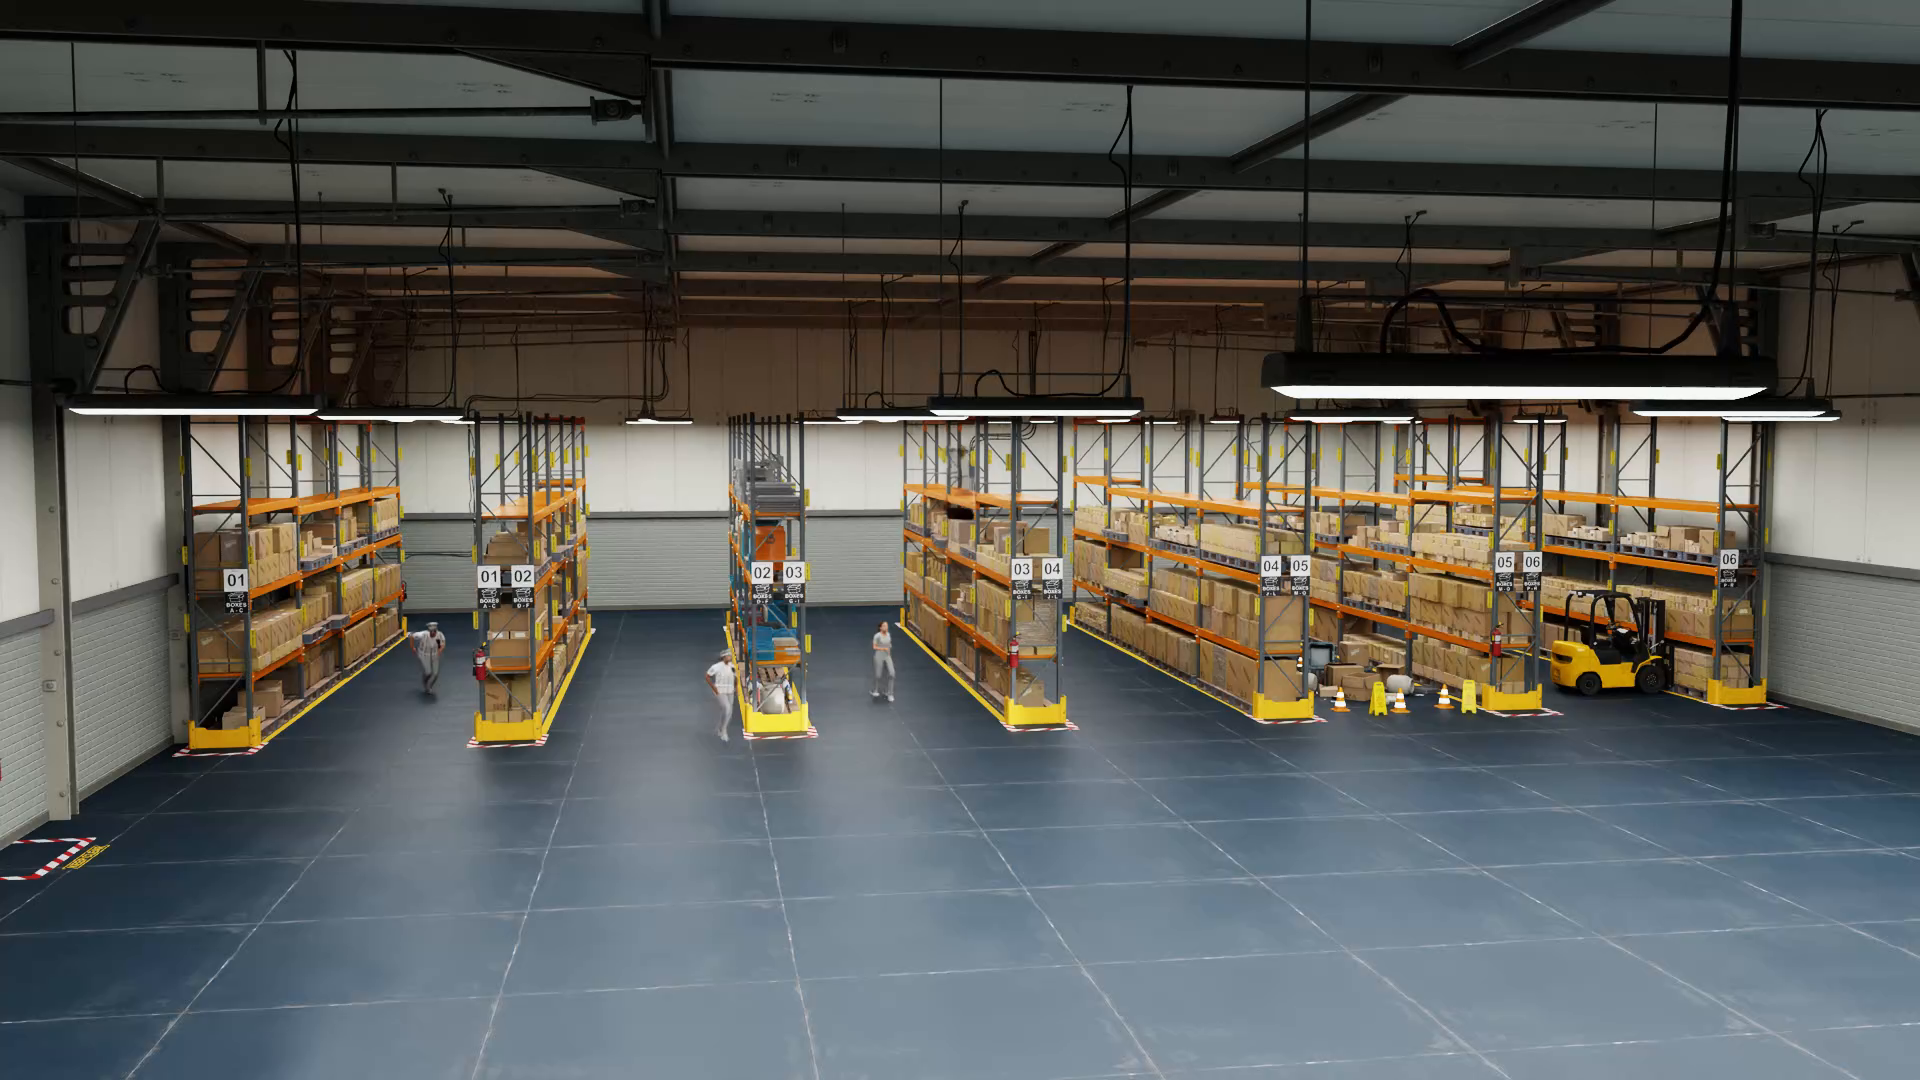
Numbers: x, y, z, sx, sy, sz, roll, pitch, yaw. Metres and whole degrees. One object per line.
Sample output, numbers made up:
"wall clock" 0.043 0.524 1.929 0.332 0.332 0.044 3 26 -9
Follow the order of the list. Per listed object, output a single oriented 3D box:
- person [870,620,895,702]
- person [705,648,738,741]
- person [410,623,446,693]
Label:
"person" -1.637 2.525 34.844 0.507 1.710 0.809 -2 5 -30
"person" -4.296 2.824 30.434 0.590 1.682 0.626 -4 5 -42
"person" -11.336 2.529 35.460 0.694 1.571 0.866 -2 5 -32
